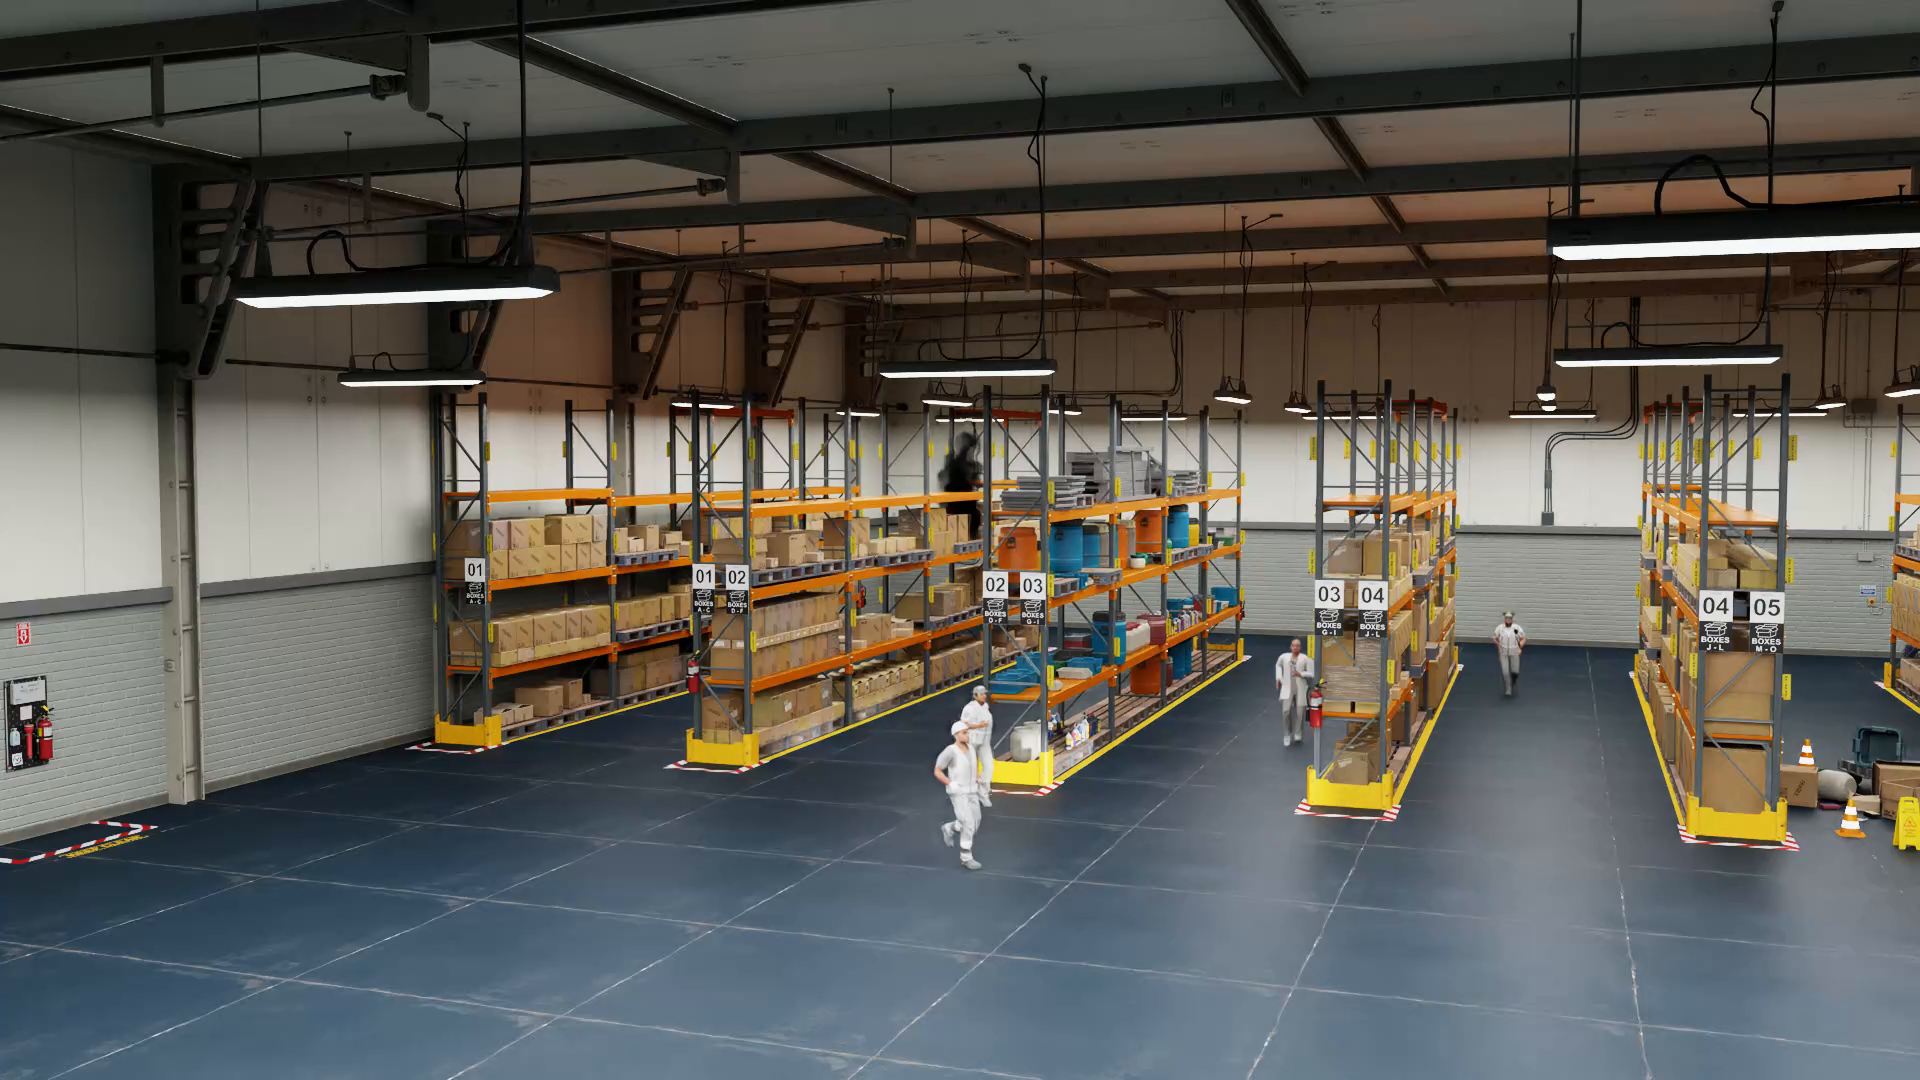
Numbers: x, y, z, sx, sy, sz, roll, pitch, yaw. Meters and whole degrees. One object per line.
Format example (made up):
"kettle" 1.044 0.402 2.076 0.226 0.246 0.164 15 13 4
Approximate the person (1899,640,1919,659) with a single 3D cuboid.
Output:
"person" 20.784 2.289 36.197 0.658 1.612 0.575 -3 4 -42

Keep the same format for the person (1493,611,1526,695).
"person" 11.225 2.318 34.004 0.638 1.731 0.586 1 3 20

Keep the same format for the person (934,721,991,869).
"person" -0.020 3.065 20.117 0.699 1.753 0.655 3 4 43

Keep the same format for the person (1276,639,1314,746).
"person" 5.712 2.609 28.407 0.673 1.836 0.814 1 3 15

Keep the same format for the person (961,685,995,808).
"person" 0.216 2.922 23.665 0.605 1.725 0.777 -3 4 -40
